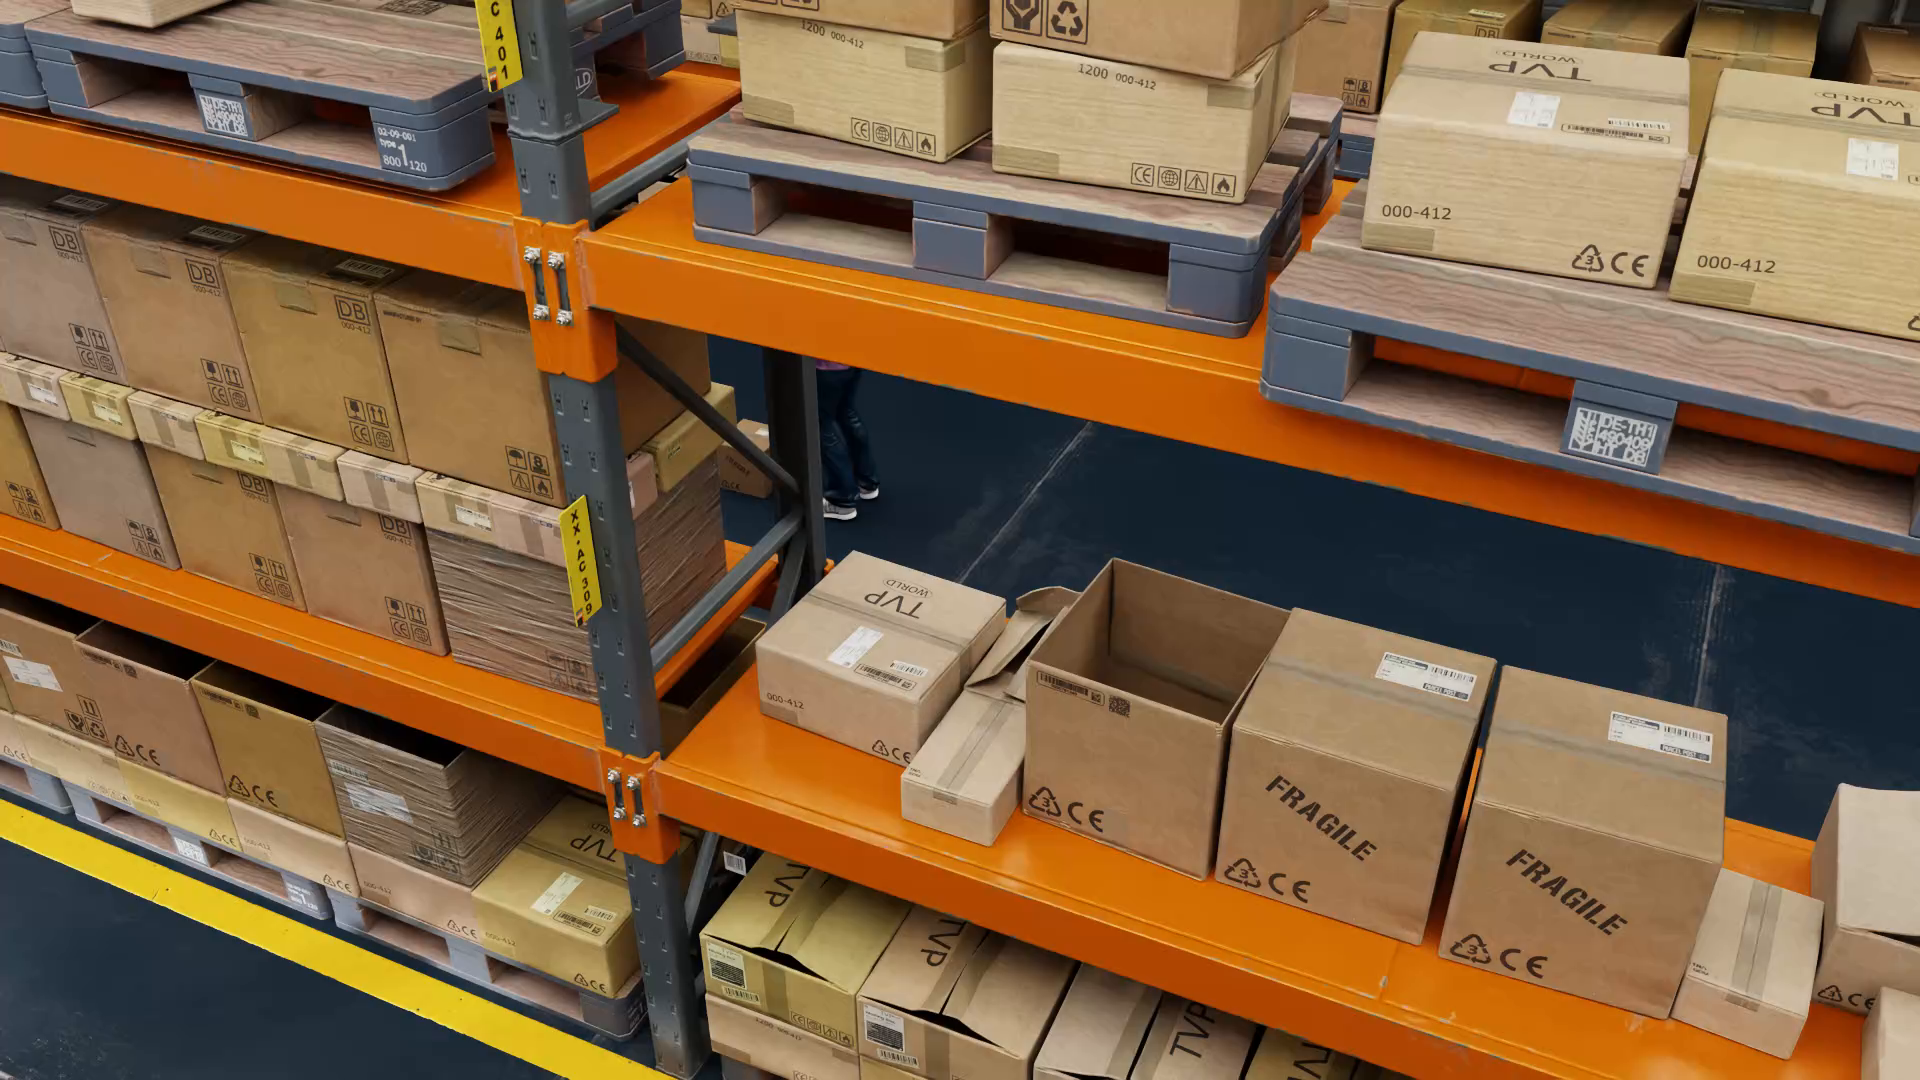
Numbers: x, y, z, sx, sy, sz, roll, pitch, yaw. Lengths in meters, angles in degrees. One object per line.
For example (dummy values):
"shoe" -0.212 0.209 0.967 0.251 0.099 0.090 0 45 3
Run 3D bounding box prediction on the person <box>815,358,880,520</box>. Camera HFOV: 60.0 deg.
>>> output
"person" -0.559 -0.808 7.359 0.316 1.587 0.412 15 37 21
